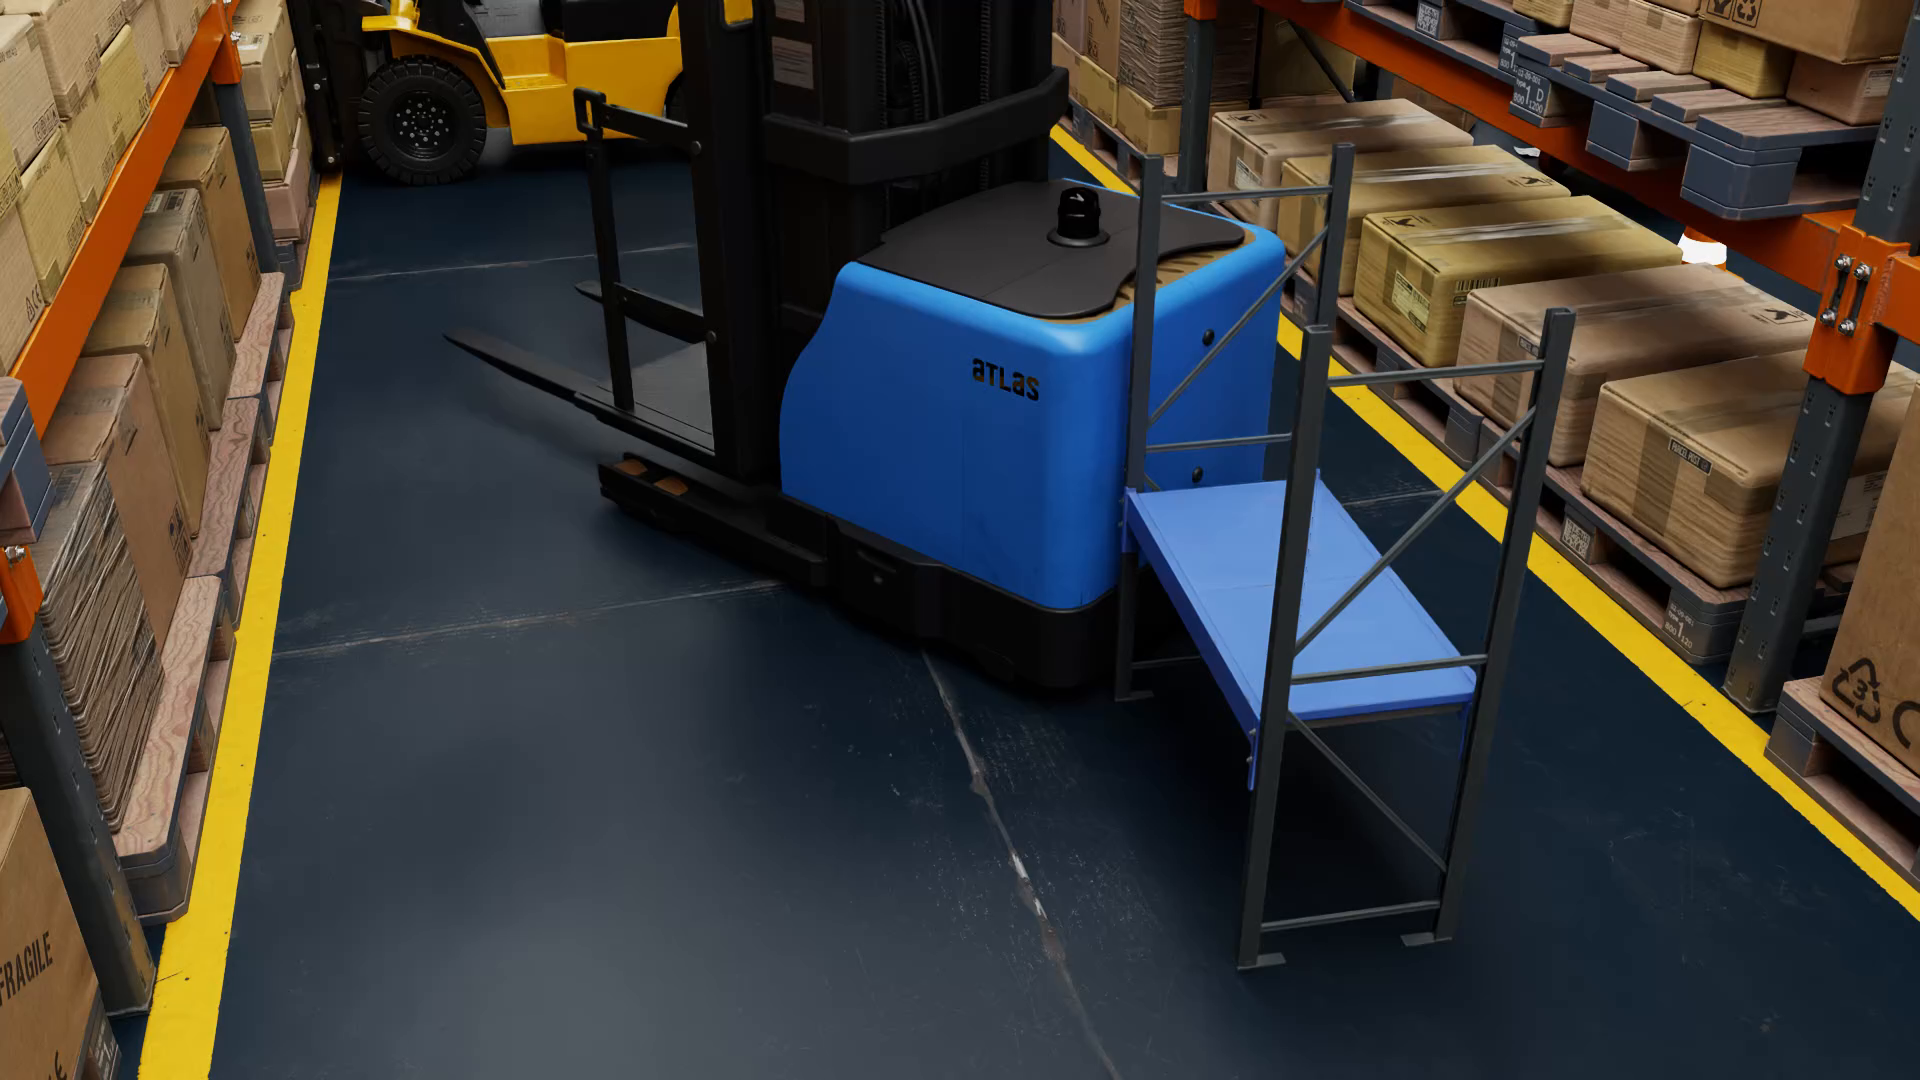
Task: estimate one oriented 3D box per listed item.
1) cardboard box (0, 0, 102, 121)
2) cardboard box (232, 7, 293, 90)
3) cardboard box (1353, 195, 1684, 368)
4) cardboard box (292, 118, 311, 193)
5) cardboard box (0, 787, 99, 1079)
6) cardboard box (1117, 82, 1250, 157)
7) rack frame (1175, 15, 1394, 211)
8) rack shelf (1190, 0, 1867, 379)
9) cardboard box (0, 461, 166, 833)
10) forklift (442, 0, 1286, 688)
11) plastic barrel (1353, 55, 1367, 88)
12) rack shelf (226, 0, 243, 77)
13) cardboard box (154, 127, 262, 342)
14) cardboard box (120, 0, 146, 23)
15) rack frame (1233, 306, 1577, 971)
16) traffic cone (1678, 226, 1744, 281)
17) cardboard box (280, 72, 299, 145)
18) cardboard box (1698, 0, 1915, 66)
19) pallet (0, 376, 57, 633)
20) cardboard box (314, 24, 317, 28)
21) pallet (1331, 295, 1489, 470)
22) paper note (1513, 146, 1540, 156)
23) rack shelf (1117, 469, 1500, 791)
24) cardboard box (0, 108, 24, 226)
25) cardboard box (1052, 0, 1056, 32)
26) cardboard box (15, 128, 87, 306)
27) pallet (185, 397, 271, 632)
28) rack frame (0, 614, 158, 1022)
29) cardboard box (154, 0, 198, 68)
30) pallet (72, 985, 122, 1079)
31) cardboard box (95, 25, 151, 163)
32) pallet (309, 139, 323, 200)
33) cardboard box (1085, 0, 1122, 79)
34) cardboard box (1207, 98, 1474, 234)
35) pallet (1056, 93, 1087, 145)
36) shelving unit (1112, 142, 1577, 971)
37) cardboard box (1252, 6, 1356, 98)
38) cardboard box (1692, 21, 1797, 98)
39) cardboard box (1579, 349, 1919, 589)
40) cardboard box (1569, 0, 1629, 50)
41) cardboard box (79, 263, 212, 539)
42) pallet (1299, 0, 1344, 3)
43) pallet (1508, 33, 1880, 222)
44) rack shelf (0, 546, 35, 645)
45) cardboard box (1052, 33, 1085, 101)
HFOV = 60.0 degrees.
[{"bbox_3d":[-2.349,-1.155,3.901,0.500,0.250,0.500,-9,31,-15],"label":"cardboard box"},{"bbox_3d":[-3.227,-2.139,7.279,0.500,0.250,0.500,-8,31,-13],"label":"cardboard box"},{"bbox_3d":[2.032,-0.962,6.122,0.950,0.372,0.625,-7,31,-12],"label":"cardboard box"},{"bbox_3d":[-3.234,-1.704,7.525,0.500,0.250,0.500,-9,31,-14],"label":"cardboard box"},{"bbox_3d":[-1.894,0.816,2.921,0.500,0.500,0.500,-7,31,-12],"label":"cardboard box"},{"bbox_3d":[1.094,-2.095,8.200,0.500,0.250,0.500,-6,31,-11],"label":"cardboard box"},{"bbox_3d":[1.510,-2.853,7.185,1.000,3.000,0.127,-8,31,-13],"label":"rack frame"},{"bbox_3d":[2.040,-1.576,5.696,1.077,0.370,4.000,-8,31,-13],"label":"rack shelf"},{"bbox_3d":[-2.366,0.284,3.717,0.875,0.625,0.625,-7,31,-12],"label":"cardboard box"},{"bbox_3d":[-0.538,-1.480,4.880,3.031,2.935,1.130,23,37,34],"label":"forklift"},{"bbox_3d":[2.456,-2.874,9.792,0.512,0.421,0.421,13,32,21],"label":"plastic barrel"},{"bbox_3d":[-3.806,-2.846,7.890,1.077,0.370,4.000,-8,31,-13],"label":"rack shelf"},{"bbox_3d":[-3.126,-1.095,6.098,0.875,0.625,0.625,-6,31,-11],"label":"cardboard box"},{"bbox_3d":[-2.625,-1.644,4.747,0.500,0.250,0.500,-7,31,-12],"label":"cardboard box"},{"bbox_3d":[0.848,0.261,3.302,0.500,1.500,0.032,-5,30,-9],"label":"rack frame"},{"bbox_3d":[3.189,-1.342,7.107,0.336,0.463,0.334,-8,31,-13],"label":"traffic cone"},{"bbox_3d":[-3.241,-1.917,7.394,0.500,0.250,0.500,-8,31,-14],"label":"cardboard box"},{"bbox_3d":[2.183,-1.457,3.958,0.500,0.500,0.500,-9,31,-15],"label":"cardboard box"},{"bbox_3d":[-1.966,0.142,2.202,1.213,0.211,1.003,-8,31,-13],"label":"pallet"},{"bbox_3d":[-3.626,-2.647,8.656,0.500,0.250,0.500,-9,31,-14],"label":"cardboard box"},{"bbox_3d":[2.045,-0.680,6.214,1.003,0.211,1.213,-8,31,-13],"label":"pallet"},{"bbox_3d":[3.014,-2.051,8.763,0.148,0.019,0.142,-8,31,-13],"label":"paper note"},{"bbox_3d":[0.754,0.166,3.825,0.538,0.185,1.000,-5,30,-9],"label":"rack shelf"},{"bbox_3d":[-2.071,-0.661,3.048,0.500,0.250,0.500,-8,31,-13],"label":"cardboard box"},{"bbox_3d":[0.671,-3.168,9.306,0.500,0.500,0.500,-7,31,-12],"label":"cardboard box"},{"bbox_3d":[-2.224,-0.685,3.588,0.500,0.250,0.500,-9,31,-14],"label":"cardboard box"},{"bbox_3d":[-2.714,-0.043,5.114,1.003,0.211,1.213,-8,31,-13],"label":"pallet"},{"bbox_3d":[-2.213,-0.259,2.704,1.000,3.000,0.127,-8,31,-13],"label":"rack frame"},{"bbox_3d":[-2.750,-1.676,5.300,0.500,0.250,0.500,-8,31,-14],"label":"cardboard box"},{"bbox_3d":[-2.052,1.313,2.771,1.003,0.211,1.213,-8,31,-13],"label":"pallet"},{"bbox_3d":[-2.504,-1.183,4.450,0.500,0.250,0.500,-7,31,-12],"label":"cardboard box"},{"bbox_3d":[-3.773,-1.964,8.433,1.003,0.211,1.213,-8,31,-13],"label":"pallet"},{"bbox_3d":[0.957,-2.665,8.437,0.500,0.500,0.500,-7,31,-12],"label":"cardboard box"},{"bbox_3d":[1.651,-1.644,7.301,0.950,0.372,0.625,-7,31,-13],"label":"cardboard box"},{"bbox_3d":[0.970,-2.556,9.455,1.003,0.211,1.213,-8,31,-13],"label":"pallet"},{"bbox_3d":[0.754,0.011,3.735,0.538,1.500,1.048,-5,30,-9],"label":"shelving unit"},{"bbox_3d":[1.613,-2.490,8.135,0.500,0.500,0.500,-6,31,-11],"label":"cardboard box"},{"bbox_3d":[2.117,-1.241,4.231,0.380,0.149,0.250,-7,31,-13],"label":"cardboard box"},{"bbox_3d":[2.431,-0.240,4.874,0.950,0.372,0.625,-10,32,-17],"label":"cardboard box"},{"bbox_3d":[1.947,-1.479,4.643,0.380,0.149,0.250,-9,31,-16],"label":"cardboard box"},{"bbox_3d":[-2.726,-0.356,4.822,0.875,0.625,0.625,-9,31,-15],"label":"cardboard box"},{"bbox_3d":[1.572,-2.381,6.562,1.003,0.211,1.213,-8,31,-13],"label":"pallet"},{"bbox_3d":[2.279,-1.168,4.465,1.213,0.211,1.003,-8,31,-13],"label":"pallet"},{"bbox_3d":[-1.682,1.018,1.215,1.077,0.370,4.000,-8,31,-13],"label":"rack shelf"},{"bbox_3d":[0.812,-2.597,9.067,0.500,0.250,0.500,-7,31,-13],"label":"cardboard box"}]
